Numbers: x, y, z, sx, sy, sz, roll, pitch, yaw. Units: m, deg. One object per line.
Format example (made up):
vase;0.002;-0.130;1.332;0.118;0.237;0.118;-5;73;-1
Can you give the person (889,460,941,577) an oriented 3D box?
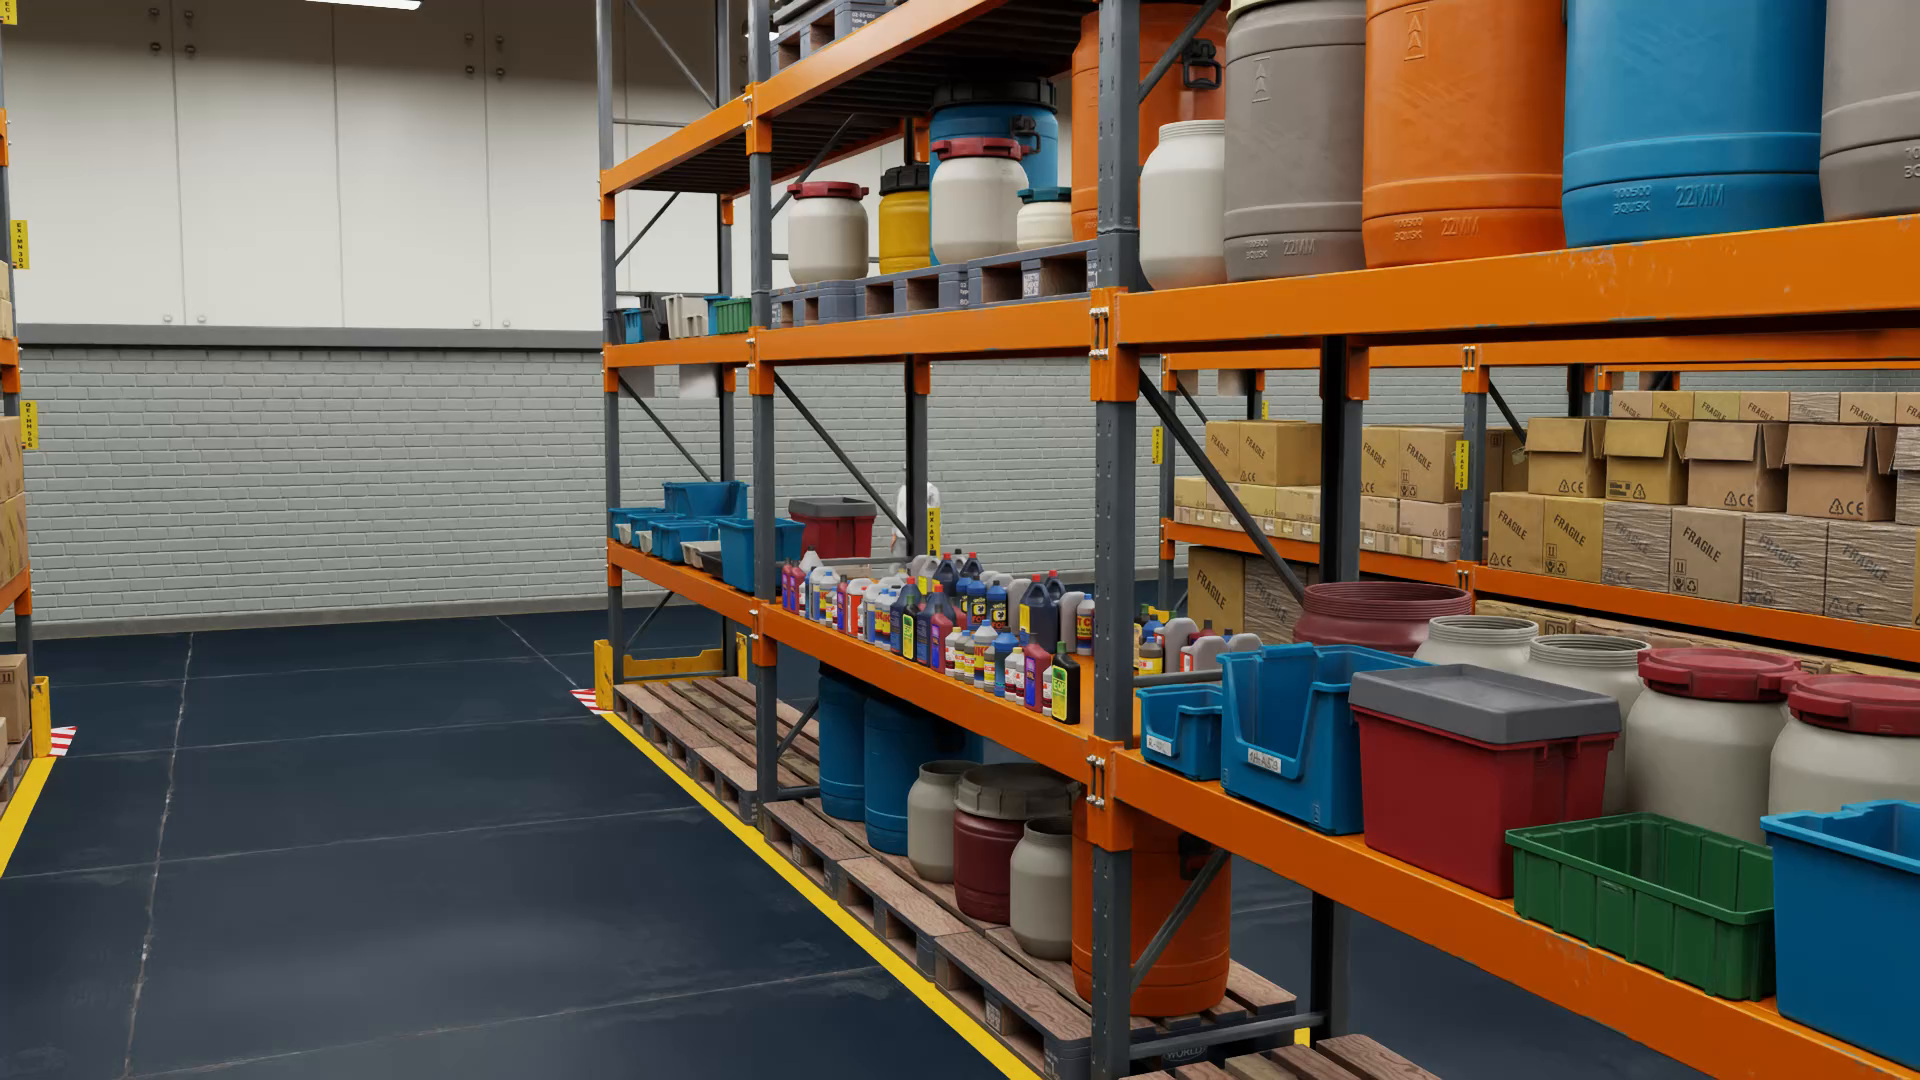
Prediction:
person;-0.486;-0.017;17.612;0.565;1.764;0.490;2;6;25
